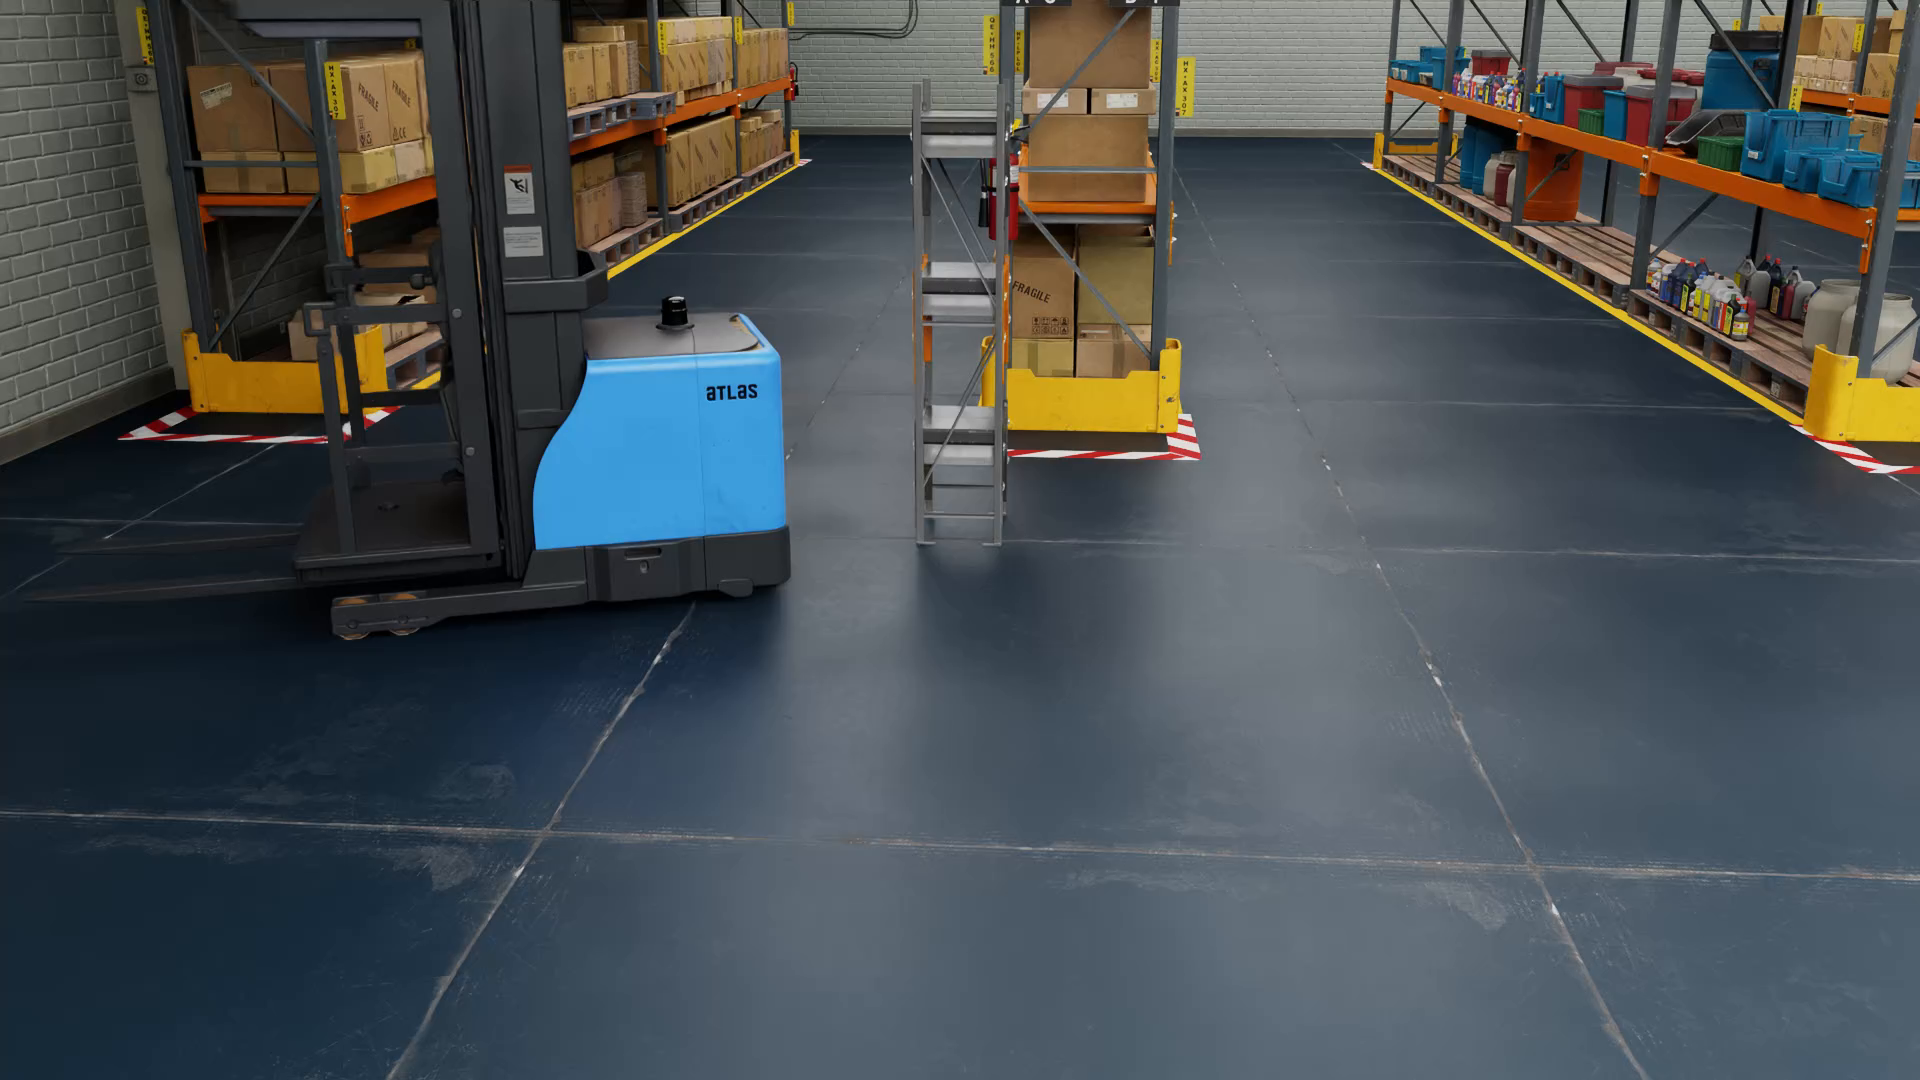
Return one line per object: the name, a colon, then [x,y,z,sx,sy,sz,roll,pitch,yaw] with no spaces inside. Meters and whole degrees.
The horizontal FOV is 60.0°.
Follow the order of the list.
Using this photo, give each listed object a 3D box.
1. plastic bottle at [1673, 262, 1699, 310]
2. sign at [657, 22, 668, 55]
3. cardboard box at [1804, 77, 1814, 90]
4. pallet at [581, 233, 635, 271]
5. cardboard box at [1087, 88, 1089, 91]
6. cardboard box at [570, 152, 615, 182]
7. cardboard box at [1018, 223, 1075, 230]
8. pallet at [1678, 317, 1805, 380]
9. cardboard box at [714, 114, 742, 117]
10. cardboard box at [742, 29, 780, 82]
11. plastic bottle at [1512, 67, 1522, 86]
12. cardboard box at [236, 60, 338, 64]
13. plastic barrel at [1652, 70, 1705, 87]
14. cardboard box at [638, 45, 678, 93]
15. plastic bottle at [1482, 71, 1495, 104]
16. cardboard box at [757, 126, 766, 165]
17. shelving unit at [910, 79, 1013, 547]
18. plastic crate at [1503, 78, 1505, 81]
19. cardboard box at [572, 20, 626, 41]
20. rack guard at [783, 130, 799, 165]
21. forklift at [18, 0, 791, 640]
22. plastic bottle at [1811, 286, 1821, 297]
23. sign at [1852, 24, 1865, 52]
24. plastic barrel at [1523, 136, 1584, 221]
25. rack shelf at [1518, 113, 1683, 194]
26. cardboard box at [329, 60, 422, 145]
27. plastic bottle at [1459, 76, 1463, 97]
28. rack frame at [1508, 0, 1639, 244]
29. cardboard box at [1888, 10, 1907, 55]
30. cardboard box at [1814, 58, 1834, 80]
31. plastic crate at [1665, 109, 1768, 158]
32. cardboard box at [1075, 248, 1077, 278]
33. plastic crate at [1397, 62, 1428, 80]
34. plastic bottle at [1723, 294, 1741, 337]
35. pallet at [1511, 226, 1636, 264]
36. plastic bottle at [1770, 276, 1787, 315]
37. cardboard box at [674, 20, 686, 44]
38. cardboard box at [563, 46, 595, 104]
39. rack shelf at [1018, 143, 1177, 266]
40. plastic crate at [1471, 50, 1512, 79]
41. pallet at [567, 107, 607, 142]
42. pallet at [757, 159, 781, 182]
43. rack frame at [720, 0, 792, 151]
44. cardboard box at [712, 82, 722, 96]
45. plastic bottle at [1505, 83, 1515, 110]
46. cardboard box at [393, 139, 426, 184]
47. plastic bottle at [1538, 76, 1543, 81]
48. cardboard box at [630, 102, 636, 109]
plastic bottle: [5.465,-1.912,12.488,0.144,0.351,0.185,1,18,2]
sign: [-3.103,-5.229,17.330,0.100,0.325,0.005,1,18,4]
cardboard box: [11.232,-5.938,21.631,0.380,0.149,0.250,2,18,5]
pallet: [-3.792,-2.779,16.066,1.003,0.211,1.213,1,18,4]
cardboard box: [0.953,-3.119,12.464,0.700,0.500,0.500,1,18,3]
cardboard box: [-3.748,-3.702,16.508,0.500,0.250,0.500,2,18,5]
cardboard box: [0.559,-2.020,11.807,0.500,0.500,0.500,1,18,4]
pallet: [5.776,-1.349,11.701,1.003,0.211,1.213,1,18,4]
cardboard box: [-3.301,-5.960,23.592,0.380,0.149,0.250,1,18,4]
cardboard box: [-3.139,-6.967,23.888,0.980,0.700,0.700,1,18,3]
plastic bottle: [6.640,-5.433,19.767,0.144,0.351,0.185,1,18,4]
cardboard box: [-4.350,-2.842,10.785,0.500,0.500,0.500,2,18,5]
plastic barrel: [6.290,-3.846,14.626,0.433,0.535,0.433,0,18,0]
cardboard box: [-3.355,-5.069,17.904,0.500,0.500,0.500,2,18,6]
plastic bottle: [5.998,-5.118,18.804,0.144,0.351,0.185,1,18,4]
cardboard box: [-3.124,-5.524,23.305,0.700,0.500,0.500,2,18,5]
shelving unit: [0.012,-1.049,7.753,0.431,2.100,0.503,1,18,4]
plastic crate: [6.700,-5.791,21.106,0.396,0.136,0.243,1,18,4]
cardboard box: [-3.871,-5.426,17.792,0.500,0.250,0.500,2,18,5]
rack guard: [-3.069,-6.029,25.521,1.175,0.500,0.348,1,18,4]
forklift: [-2.308,-1.172,6.793,3.031,2.935,1.130,-5,19,-15]
plastic bottle: [6.150,-1.688,11.934,0.097,0.271,0.097,0,18,0]
sign: [10.910,-6.097,20.194,0.100,0.325,0.005,1,18,4]
plastic barrel: [6.255,-3.825,17.589,0.600,0.830,0.708,1,18,4]
rack shelf: [6.093,-3.541,15.068,1.077,0.370,4.000,1,18,4]
cardboard box: [-3.839,-2.830,10.747,0.500,0.500,0.500,1,18,4]
plastic bottle: [6.065,-5.473,20.015,0.097,0.271,0.097,0,18,0]
rack frame: [6.237,-4.504,16.851,1.000,3.000,0.127,1,18,4]
cardboard box: [11.426,-5.961,19.527,0.797,0.503,0.637,1,18,2]
cardboard box: [11.268,-6.010,21.209,0.500,0.250,0.500,2,18,6]
plastic crate: [5.786,-3.072,12.582,0.767,0.338,0.504,1,18,4]
cardboard box: [0.750,-2.402,14.176,0.500,0.250,0.500,1,18,3]
plastic crate: [6.417,-6.664,23.615,0.416,0.233,0.300,1,18,4]
plastic bottle: [5.348,-1.554,11.506,0.061,0.283,0.133,2,18,5]
pallet: [6.143,-2.939,16.554,1.003,0.211,1.213,1,18,4]
plastic bottle: [6.050,-1.808,12.279,0.061,0.283,0.133,1,18,4]
cardboard box: [-3.317,-5.582,18.267,0.500,0.250,0.500,1,18,3]
cardboard box: [-3.798,-4.275,15.286,0.700,0.500,0.500,4,19,11]
rack shelf: [0.866,-2.410,11.617,1.077,0.370,4.000,1,18,4]
plastic crate: [6.838,-6.077,21.452,0.402,0.464,0.583,1,18,4]
pallet: [-3.732,-3.626,14.479,1.003,0.211,1.213,1,18,4]
pallet: [-3.141,-5.257,23.627,1.003,0.211,1.213,1,18,4]
rack frame: [-3.071,-7.210,25.109,1.000,3.000,0.127,1,18,4]
cardboard box: [-3.118,-5.505,20.276,0.380,0.149,0.250,1,18,4]
plastic bottle: [5.897,-4.746,17.795,0.097,0.271,0.097,0,18,0]
cardboard box: [-3.844,-2.485,10.898,0.500,0.250,0.500,1,18,2]
plastic bottle: [6.746,-5.246,19.314,0.152,0.276,0.135,1,18,4]
cardboard box: [-3.390,-4.712,17.858,0.380,0.149,0.250,1,18,3]
